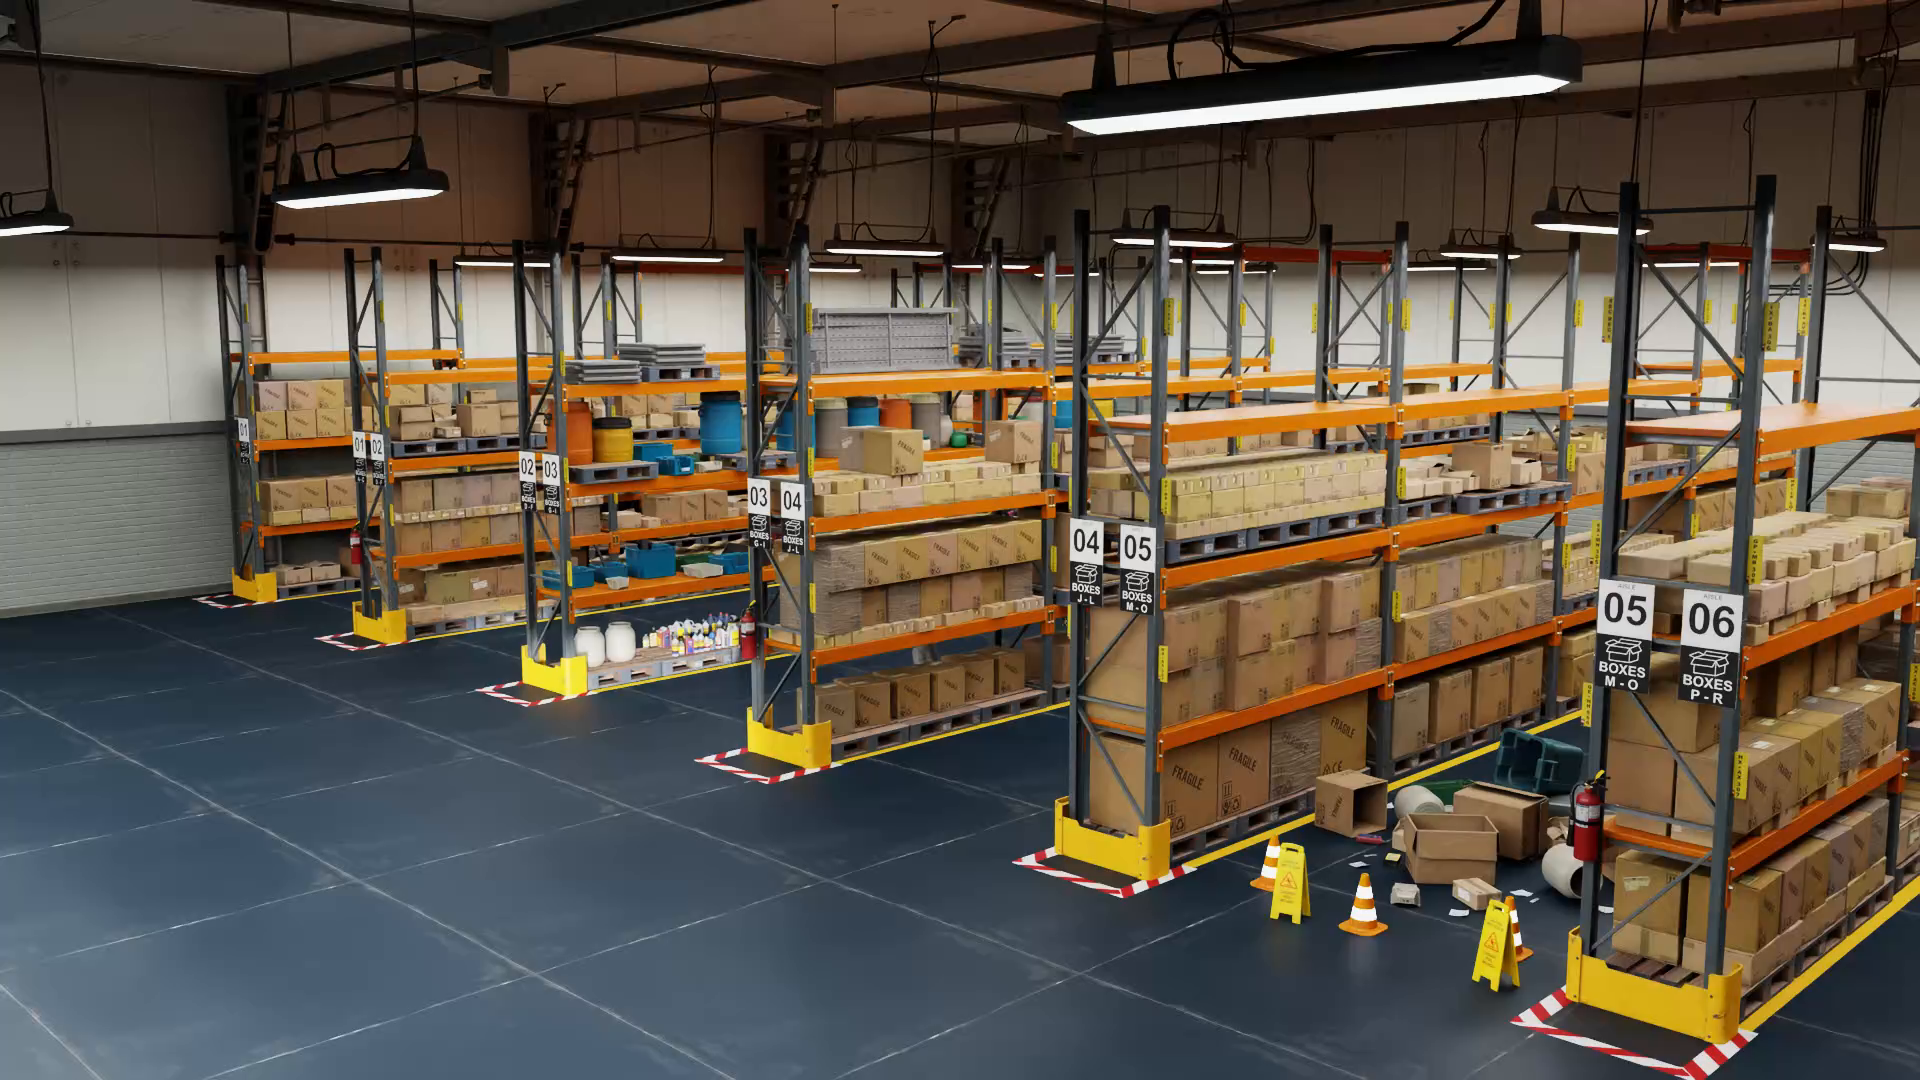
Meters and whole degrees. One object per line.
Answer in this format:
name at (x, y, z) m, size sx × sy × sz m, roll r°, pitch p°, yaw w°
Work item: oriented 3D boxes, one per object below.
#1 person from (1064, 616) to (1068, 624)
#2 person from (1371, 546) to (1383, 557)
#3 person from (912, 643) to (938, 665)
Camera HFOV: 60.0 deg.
person at (2.020, 0.376, 26.055) m, size 0.496 × 1.818 × 0.869 m, roll 8°, pitch 11°, yaw 44°
person at (6.335, 0.804, 24.951) m, size 0.953 × 1.765 × 0.527 m, roll -8°, pitch 11°, yaw -43°
person at (-0.504, 1.089, 22.573) m, size 0.407 × 1.781 × 0.626 m, roll 5°, pitch 9°, yaw 31°
